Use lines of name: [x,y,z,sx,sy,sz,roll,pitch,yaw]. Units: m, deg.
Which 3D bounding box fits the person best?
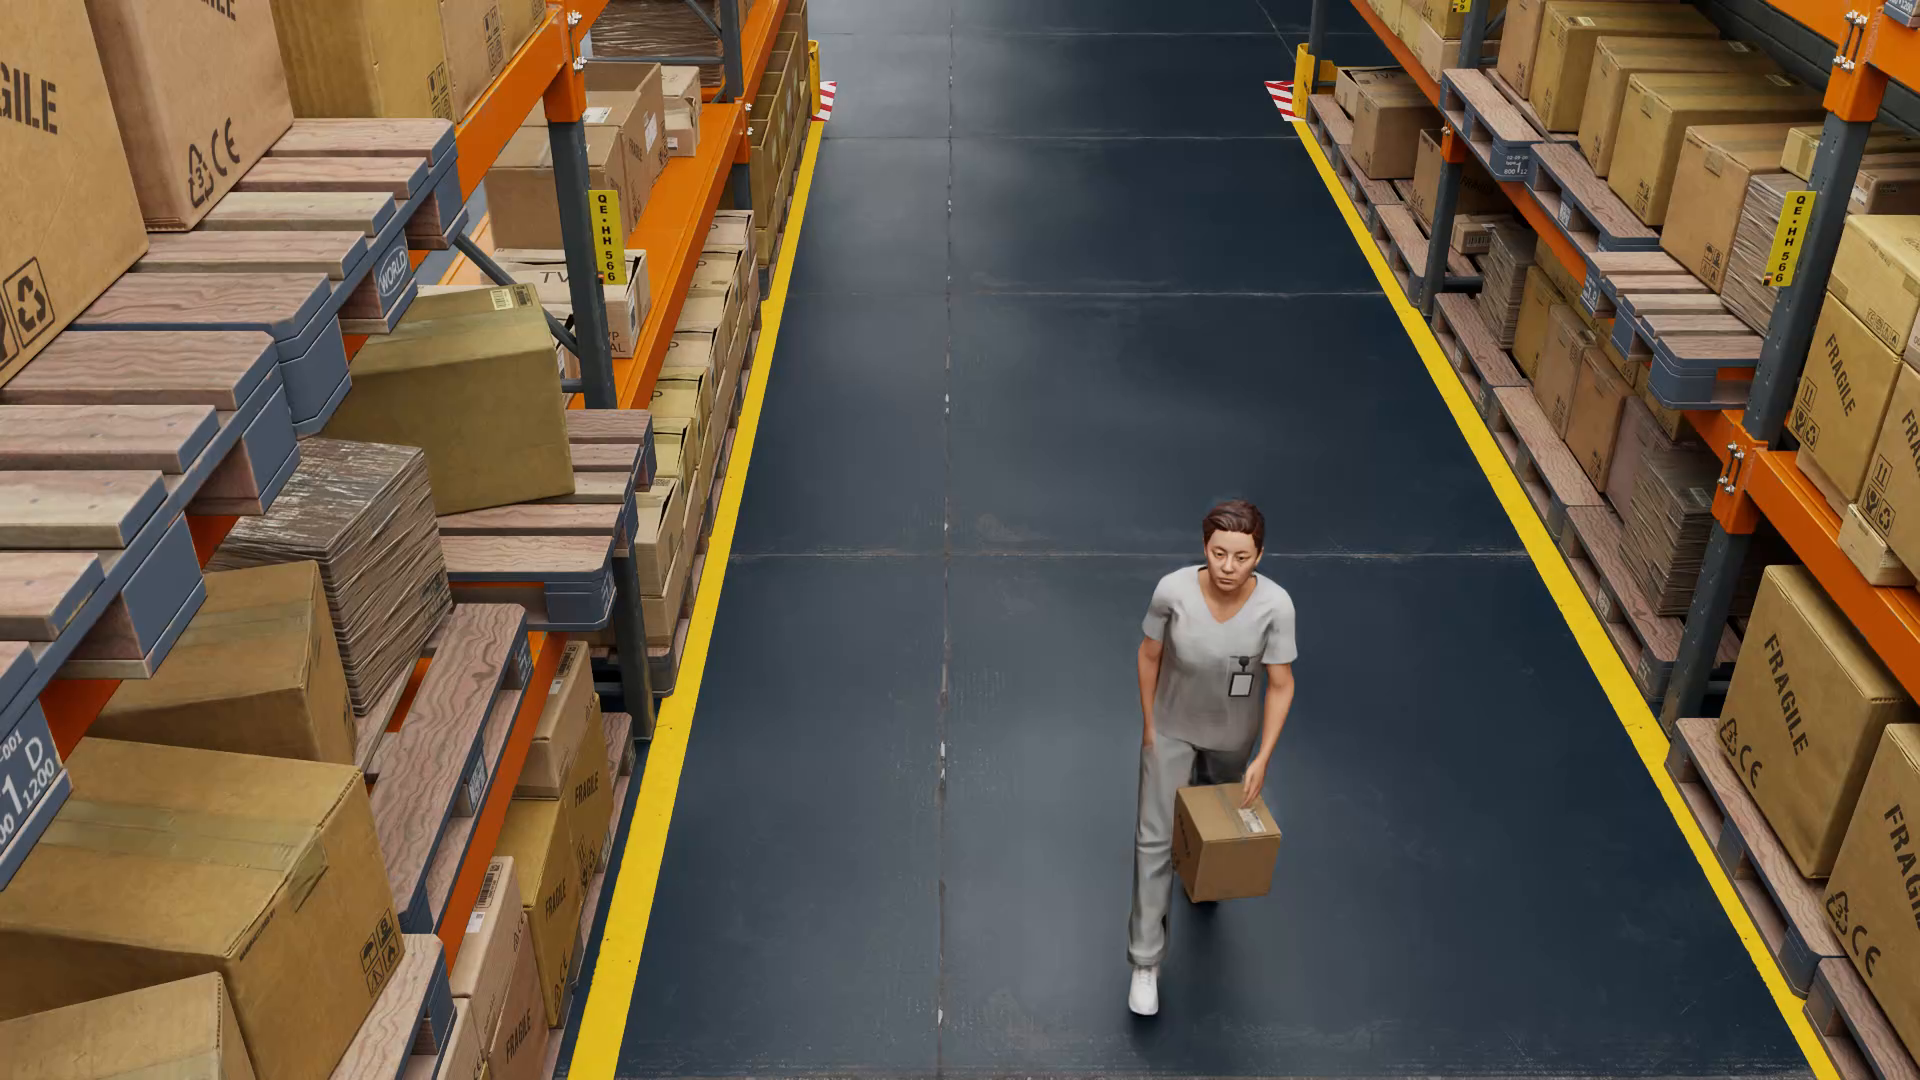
person: [0.771,0.626,5.124,0.472,1.633,0.896,3,32,5]
